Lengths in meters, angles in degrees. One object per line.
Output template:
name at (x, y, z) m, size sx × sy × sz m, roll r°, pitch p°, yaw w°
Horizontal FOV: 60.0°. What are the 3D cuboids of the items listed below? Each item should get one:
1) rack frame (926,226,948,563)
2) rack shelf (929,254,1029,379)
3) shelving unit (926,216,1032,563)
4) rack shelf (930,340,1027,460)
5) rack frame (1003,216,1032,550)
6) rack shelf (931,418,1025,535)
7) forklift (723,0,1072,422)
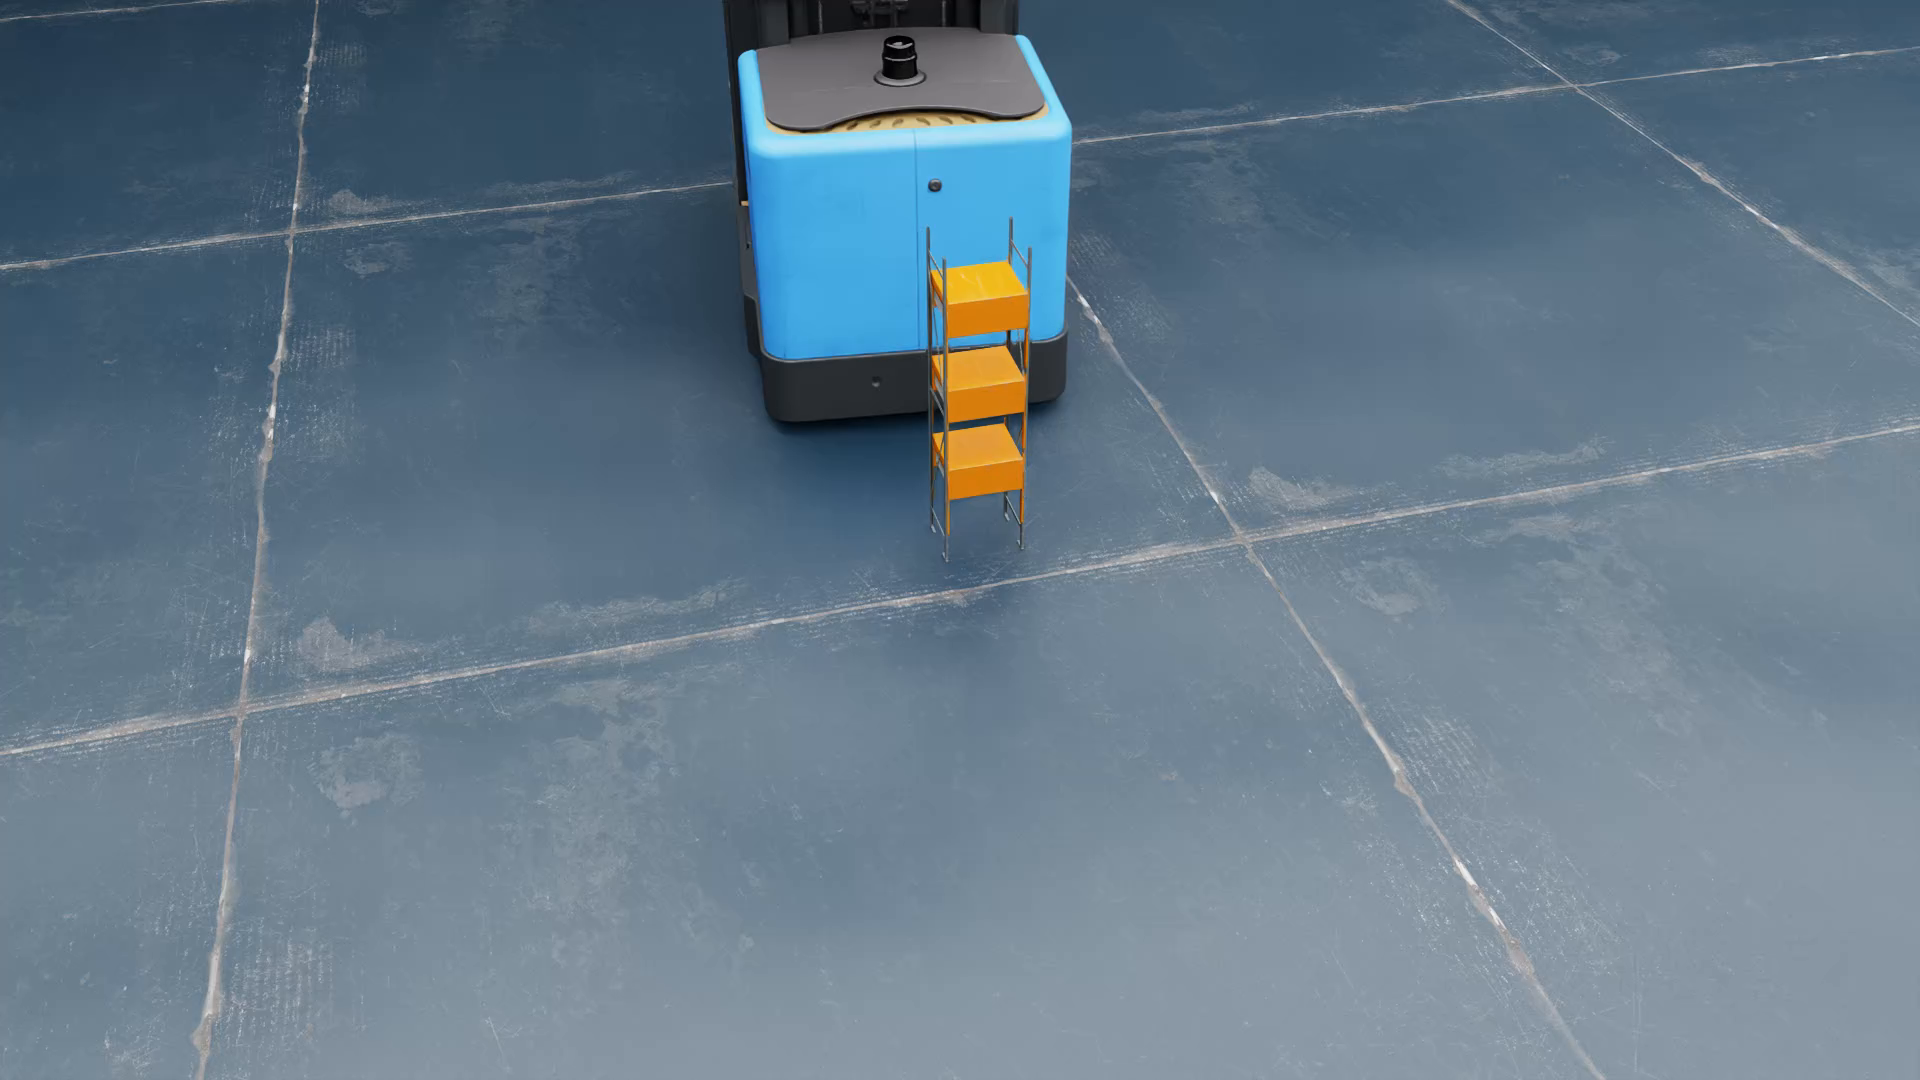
rack frame at (-0.066, -0.406, 4.917) m, size 0.008 × 1.050 × 0.200 m, roll -9°, pitch 38°, yaw -12°
rack shelf at (0.052, -0.642, 4.776) m, size 0.240 × 0.259 × 0.215 m, roll -9°, pitch 38°, yaw -12°
shelving unit at (0.052, -0.425, 4.942) m, size 0.252 × 1.050 × 0.215 m, roll -9°, pitch 38°, yaw -12°
rack shelf at (0.052, -0.417, 4.949) m, size 0.240 × 0.259 × 0.215 m, roll -9°, pitch 38°, yaw -12°
rack frame at (0.169, -0.445, 4.967) m, size 0.008 × 1.050 × 0.200 m, roll -9°, pitch 38°, yaw -12°
rack shelf at (0.052, -0.196, 5.117) m, size 0.240 × 0.259 × 0.215 m, roll -9°, pitch 38°, yaw -12°
forklift at (-0.363, -2.455, 6.047) m, size 1.130 × 2.935 × 3.031 m, roll -5°, pitch 38°, yaw -7°
